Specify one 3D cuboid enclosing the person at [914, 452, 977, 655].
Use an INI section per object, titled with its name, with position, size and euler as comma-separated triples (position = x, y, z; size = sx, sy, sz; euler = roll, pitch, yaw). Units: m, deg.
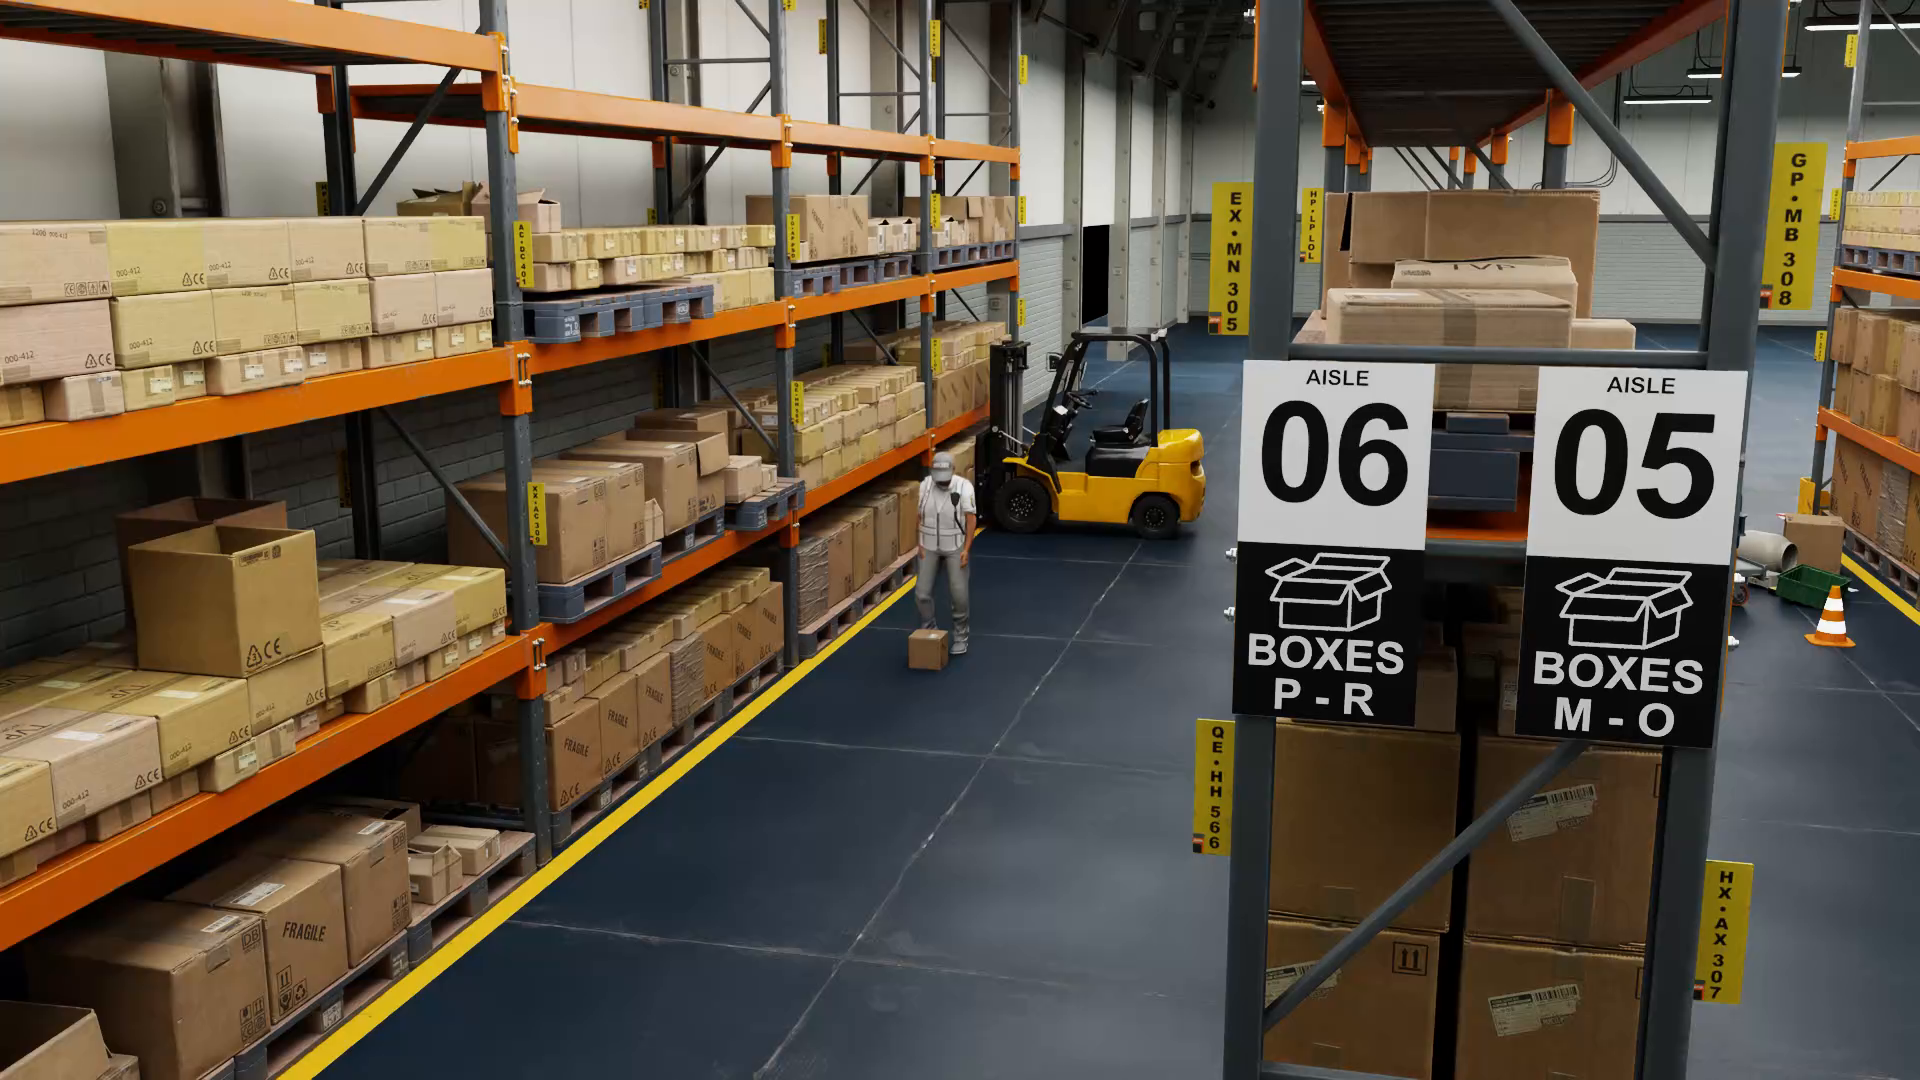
[person]
position = -0.111, 0.094, 13.131
size = 0.496, 1.619, 0.479
euler = 3, 12, 15
